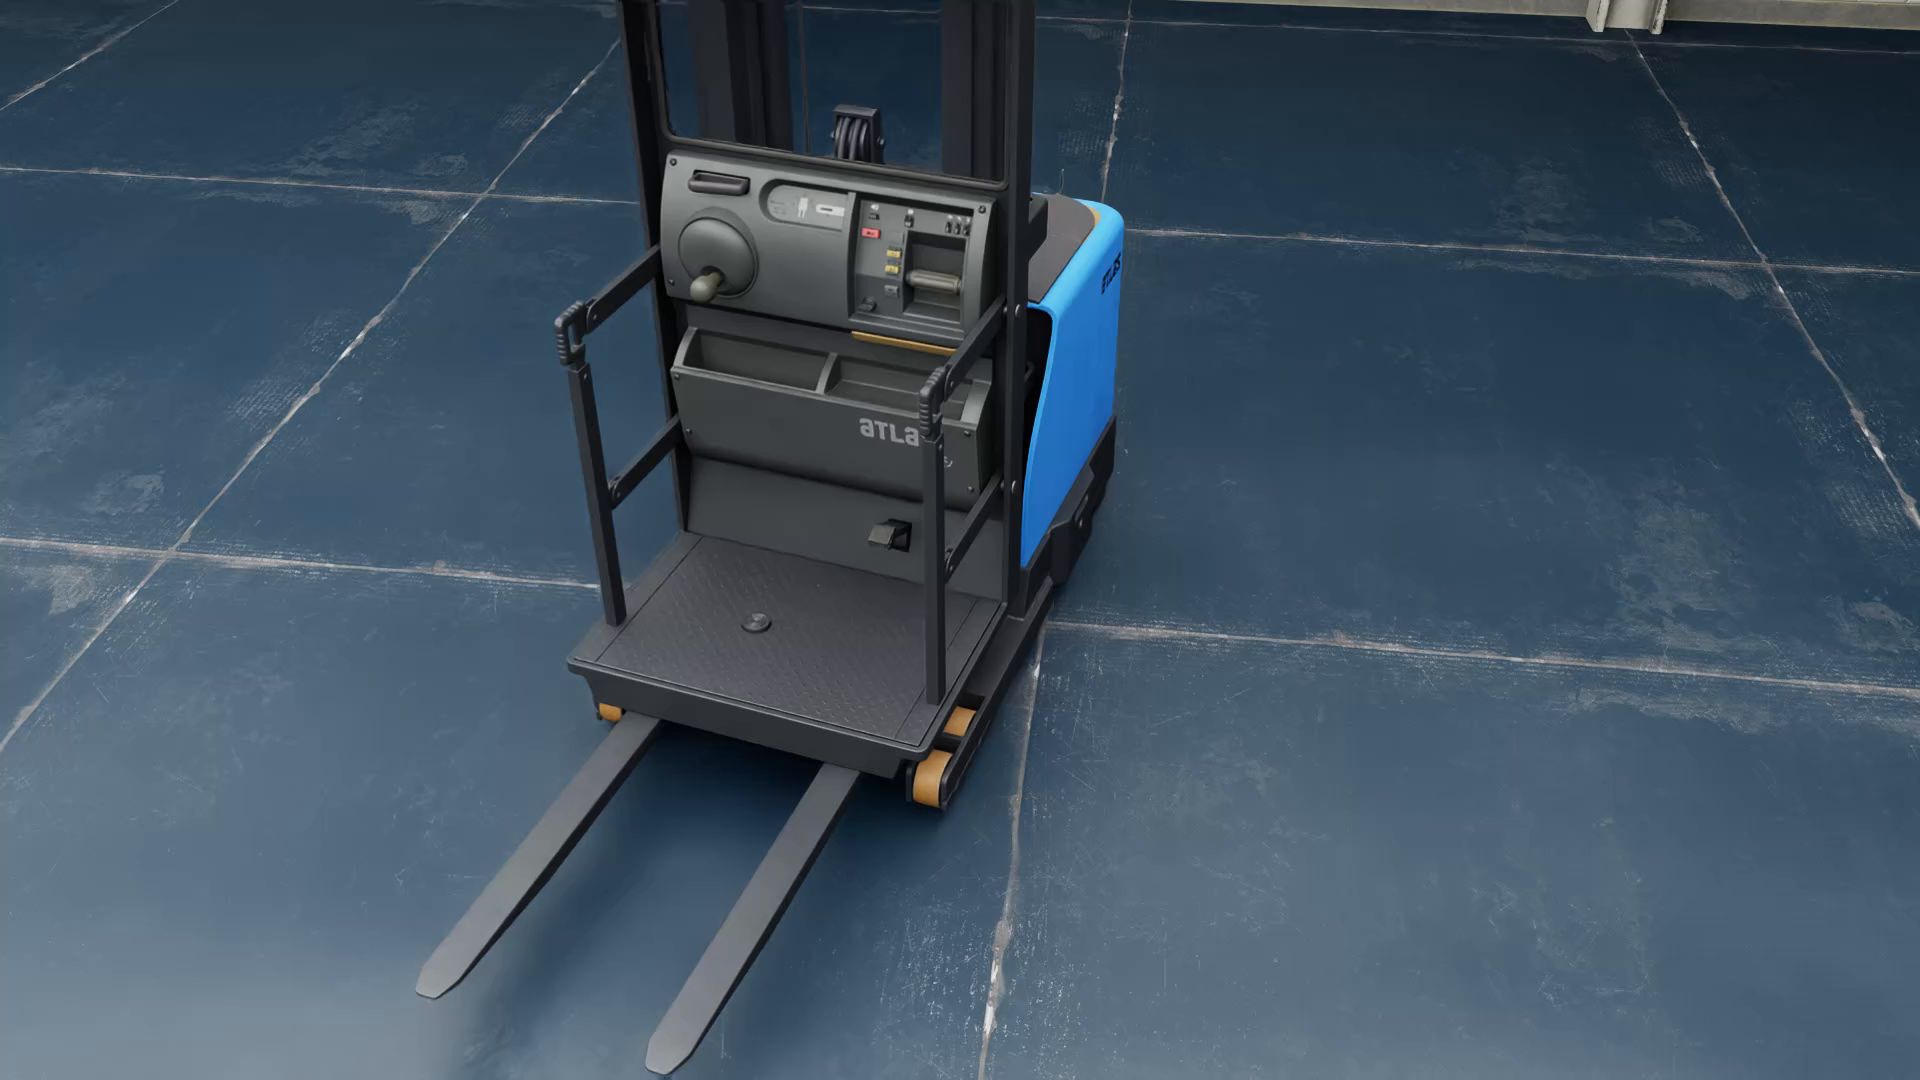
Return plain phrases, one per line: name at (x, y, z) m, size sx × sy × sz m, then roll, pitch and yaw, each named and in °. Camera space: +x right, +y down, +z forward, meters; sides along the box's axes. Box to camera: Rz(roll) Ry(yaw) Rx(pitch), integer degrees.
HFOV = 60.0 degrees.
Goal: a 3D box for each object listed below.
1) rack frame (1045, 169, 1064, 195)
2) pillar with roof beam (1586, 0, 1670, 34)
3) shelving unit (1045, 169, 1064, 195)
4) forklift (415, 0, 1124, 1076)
rack frame at (0.322, -0.797, 5.963) m, size 0.008 × 1.050 × 0.200 m, roll 12°, pitch 37°, yaw 16°
pillar with roof beam at (3.503, -4.334, 4.077) m, size 0.400 × 9.000 × 9.100 m, roll 4°, pitch 36°, yaw 6°
shelving unit at (0.206, -0.821, 5.996) m, size 0.252 × 1.050 × 0.215 m, roll 12°, pitch 37°, yaw 16°
forklift at (-0.437, -0.712, 4.225) m, size 1.130 × 2.935 × 3.031 m, roll 12°, pitch 37°, yaw 16°
